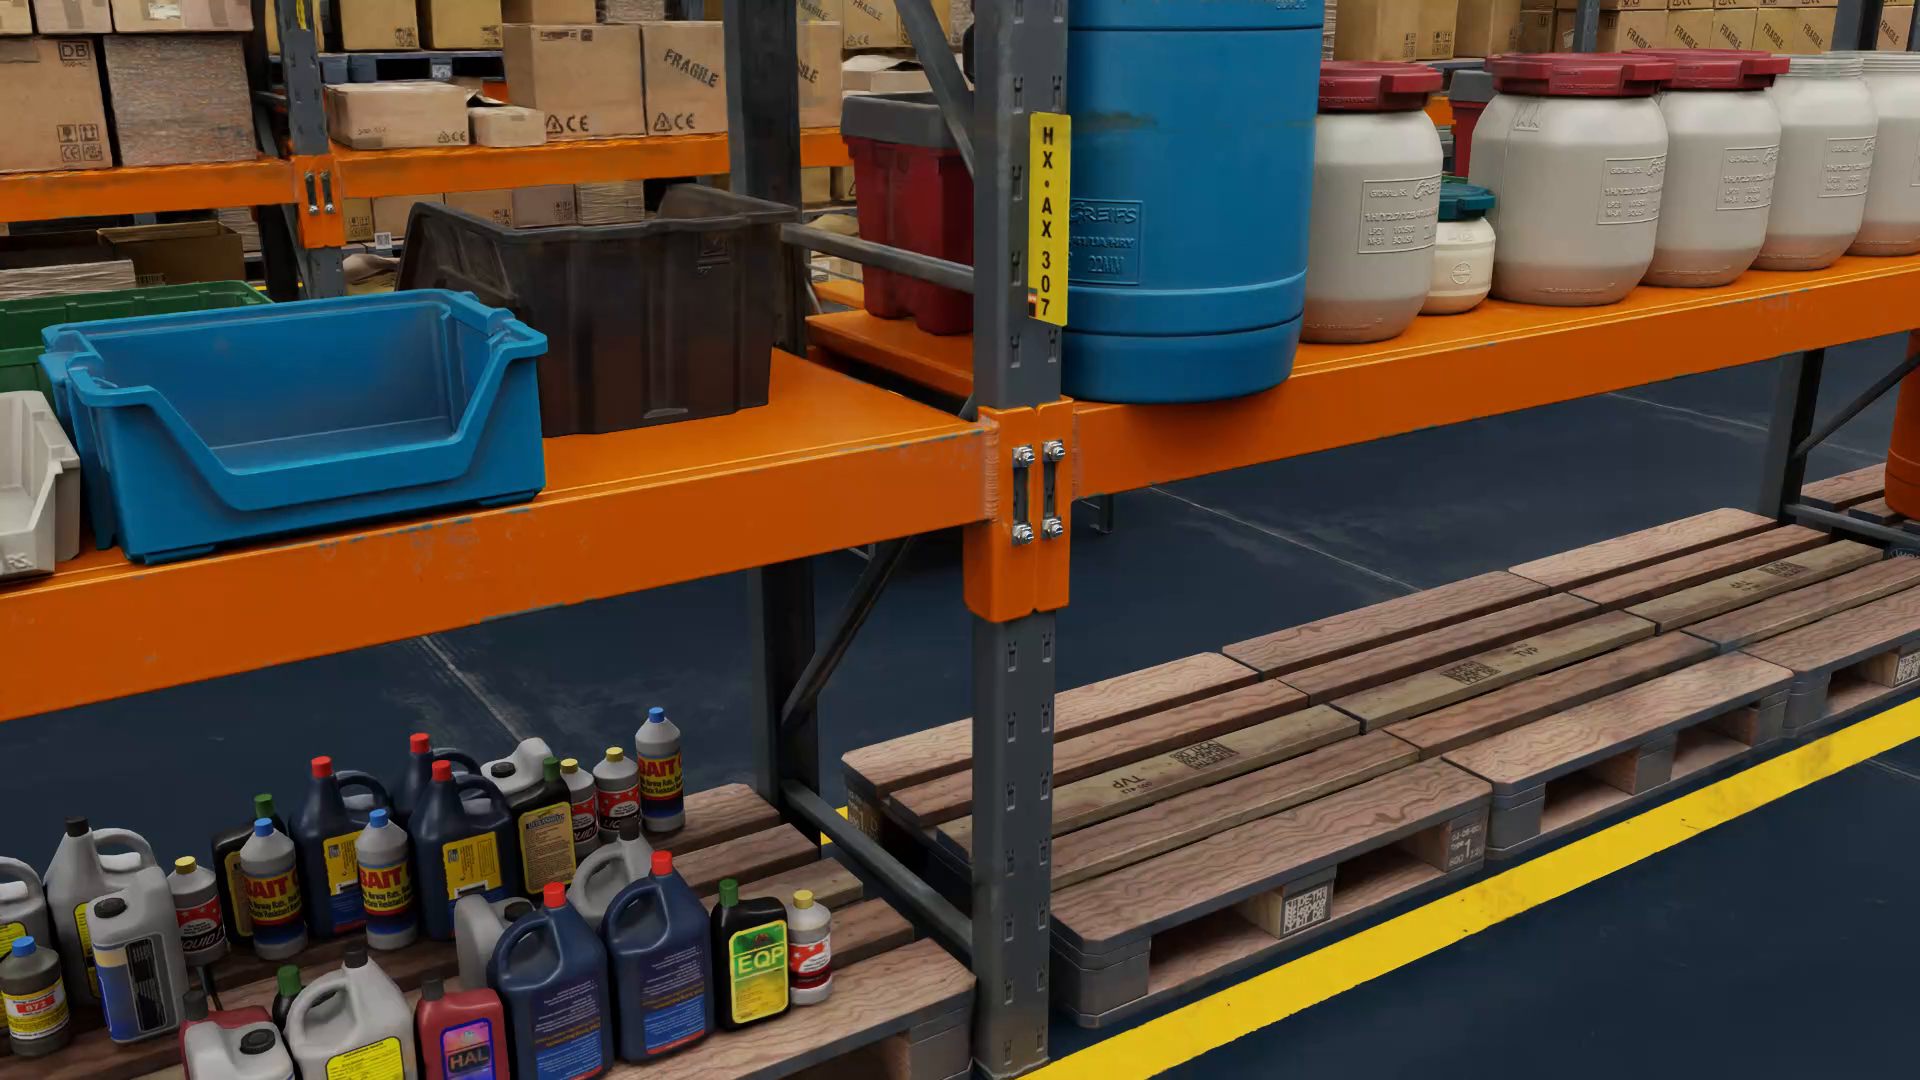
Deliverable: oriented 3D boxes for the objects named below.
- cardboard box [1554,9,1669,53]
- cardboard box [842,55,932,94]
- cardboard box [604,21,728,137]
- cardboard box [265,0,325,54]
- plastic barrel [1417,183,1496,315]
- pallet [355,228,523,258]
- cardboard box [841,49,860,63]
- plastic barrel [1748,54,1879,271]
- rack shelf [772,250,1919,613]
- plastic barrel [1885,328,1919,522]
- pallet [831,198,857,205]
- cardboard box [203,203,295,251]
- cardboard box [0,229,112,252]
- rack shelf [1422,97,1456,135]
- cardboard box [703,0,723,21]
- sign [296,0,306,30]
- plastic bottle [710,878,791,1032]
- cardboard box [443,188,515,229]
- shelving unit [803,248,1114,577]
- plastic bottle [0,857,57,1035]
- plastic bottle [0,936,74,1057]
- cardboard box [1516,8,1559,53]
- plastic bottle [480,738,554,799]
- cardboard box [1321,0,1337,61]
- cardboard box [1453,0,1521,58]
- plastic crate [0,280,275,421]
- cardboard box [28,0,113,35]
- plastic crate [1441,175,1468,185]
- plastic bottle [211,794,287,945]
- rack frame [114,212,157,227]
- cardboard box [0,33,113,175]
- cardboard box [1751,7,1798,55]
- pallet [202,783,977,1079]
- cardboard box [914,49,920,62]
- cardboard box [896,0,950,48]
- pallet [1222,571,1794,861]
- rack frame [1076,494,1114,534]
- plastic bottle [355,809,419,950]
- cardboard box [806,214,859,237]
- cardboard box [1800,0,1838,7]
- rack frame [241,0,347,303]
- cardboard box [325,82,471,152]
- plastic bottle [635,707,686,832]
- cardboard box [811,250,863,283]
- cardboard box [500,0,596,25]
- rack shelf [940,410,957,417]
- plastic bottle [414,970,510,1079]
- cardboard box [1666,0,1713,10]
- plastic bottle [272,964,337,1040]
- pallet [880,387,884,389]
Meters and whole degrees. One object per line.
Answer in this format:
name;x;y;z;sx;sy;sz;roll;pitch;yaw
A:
cardboard box;4.383;-3.323;11.235;0.500;0.500;0.500;-11;22;-30
cardboard box;-0.387;-2.406;8.818;0.500;0.311;0.500;-12;22;-32
cardboard box;-1.366;-2.209;7.939;0.500;0.500;0.500;-12;22;-31
cardboard box;-4.687;-3.607;11.387;0.500;0.500;0.700;-9;21;-26
plastic barrel;1.037;-0.651;3.702;0.301;0.262;0.301;0;19;0
pallet;-3.933;-2.207;12.443;1.213;0.211;1.003;-12;22;-31
cardboard box;-1.021;-3.957;13.626;0.250;0.149;0.380;-11;22;-30
plastic barrel;2.094;-0.969;4.254;0.421;0.512;0.421;0;19;0
rack shelf;1.517;-0.536;4.269;4.000;0.370;1.077;-12;22;-31
plastic barrel;3.587;-0.490;5.745;0.708;0.830;0.600;-12;22;-31
pallet;-0.543;-2.890;14.464;1.213;0.211;1.003;-12;22;-31
cardboard box;-4.996;-2.333;11.677;0.500;0.500;0.700;-11;22;-30
cardboard box;-3.847;-1.013;7.025;0.500;0.500;0.500;-12;22;-31
rack shelf;2.137;-2.566;10.274;4.000;0.370;1.077;-12;22;-31
cardboard box;-1.715;-4.094;13.018;0.500;0.500;0.500;-11;22;-30
sign;-2.568;-2.149;6.443;0.005;0.325;0.100;-12;22;-31
plastic bottle;-0.374;0.727;2.965;0.133;0.283;0.061;-11;21;-29
cardboard box;-3.727;-2.607;12.490;0.500;0.500;0.700;-12;22;-32
shelving unit;0.006;-0.534;6.068;1.048;1.125;0.538;-12;22;-31
plastic bottle;-1.724;0.694;2.957;0.185;0.351;0.144;-11;22;-29
plastic bottle;-1.621;0.790;2.908;0.097;0.201;0.097;0;19;0
cardboard box;4.083;-3.463;11.648;0.500;0.500;0.500;-11;22;-31
plastic bottle;-0.915;0.561;3.468;0.135;0.276;0.152;-11;22;-29
cardboard box;1.799;-3.052;9.776;0.500;0.500;0.700;-8;20;-21
cardboard box;3.288;-3.482;11.048;0.700;0.500;0.500;14;23;35
plastic crate;-1.442;-0.260;2.662;0.662;0.188;0.450;-12;22;-31
cardboard box;-3.409;-2.009;6.336;0.250;0.149;0.380;-13;22;-33
plastic crate;1.146;-0.806;4.276;0.662;0.188;0.450;-12;22;-31
plastic bottle;-1.374;0.637;3.233;0.133;0.283;0.061;-11;21;-29
rack frame;-5.602;-3.174;10.950;0.127;3.000;1.000;-12;22;-31
cardboard box;-3.678;-1.723;6.501;0.500;0.500;0.700;-12;22;-32
cardboard box;5.651;-3.592;12.029;0.500;0.500;0.500;-12;22;-32
pallet;-0.737;0.904;3.242;1.213;0.211;1.003;-12;22;-31
cardboard box;-0.360;-4.083;13.999;0.250;0.149;0.380;-11;22;-30
cardboard box;-0.427;-4.364;13.819;0.500;0.500;0.500;-11;22;-30
pallet;1.501;0.432;4.638;1.213;0.211;1.003;-12;22;-31
rack frame;0.430;-0.624;6.333;0.032;1.125;0.500;-12;22;-31
plastic bottle;-1.110;0.649;3.215;0.097;0.271;0.097;0;19;0
cardboard box;-0.567;-1.608;9.079;0.500;0.311;0.500;-13;22;-33
cardboard box;6.075;-4.151;12.122;0.500;0.500;0.500;-11;22;-30
rack frame;-2.874;-1.850;7.033;0.127;3.000;1.000;-12;22;-31
cardboard box;-2.487;-1.877;7.348;0.500;0.250;0.500;-10;21;-28
plastic bottle;-0.660;0.499;3.659;0.097;0.271;0.097;0;19;0
cardboard box;-0.689;-1.377;8.396;0.500;0.311;0.500;-12;22;-32
cardboard box;-3.100;-3.943;12.382;0.500;0.500;0.700;-14;23;-36
rack shelf;0.006;-0.302;6.146;1.000;0.278;0.538;-12;22;-31
plastic bottle;-0.806;0.818;2.695;0.133;0.283;0.061;-10;21;-28
cardboard box;4.786;-3.879;11.317;0.500;0.500;0.500;-13;22;-33
plastic bottle;-1.040;0.812;2.712;0.133;0.283;0.061;-12;22;-31
pallet;-0.243;-1.099;9.165;1.213;0.211;1.003;-12;22;-31
